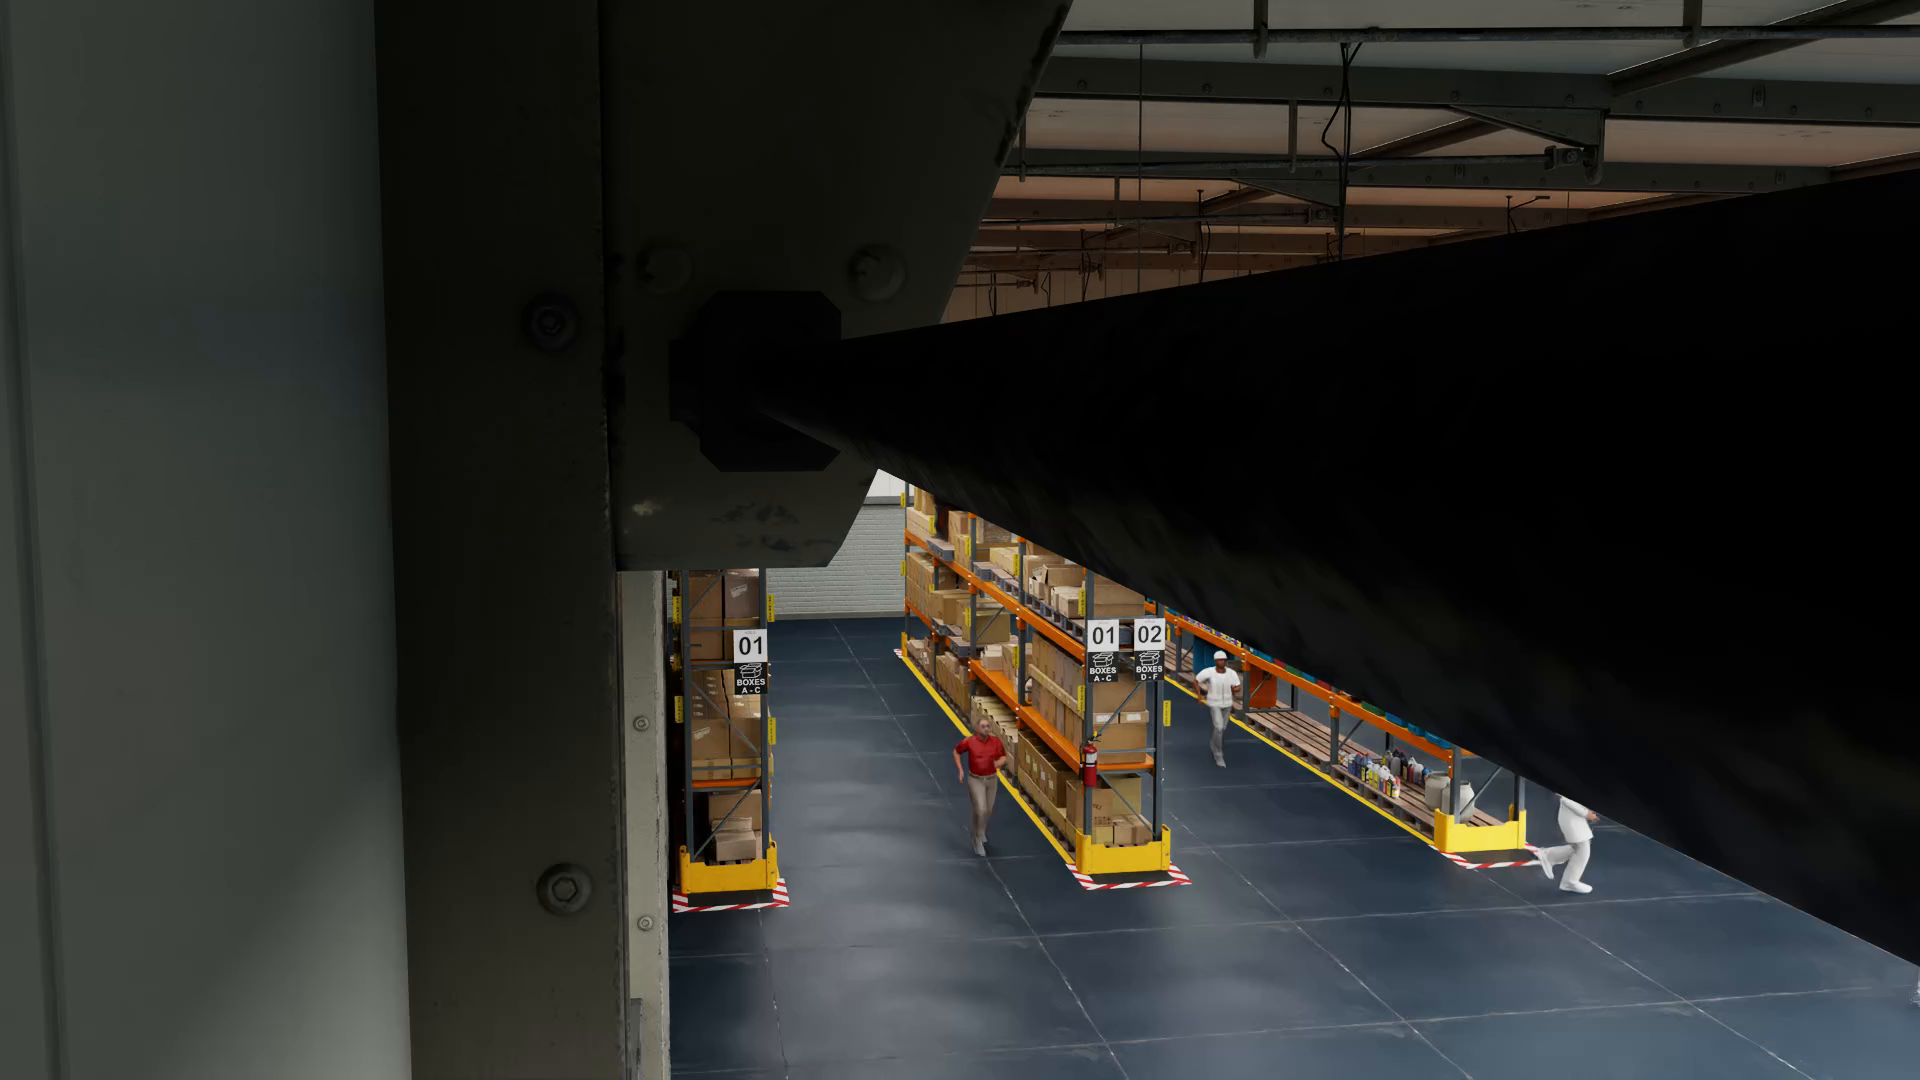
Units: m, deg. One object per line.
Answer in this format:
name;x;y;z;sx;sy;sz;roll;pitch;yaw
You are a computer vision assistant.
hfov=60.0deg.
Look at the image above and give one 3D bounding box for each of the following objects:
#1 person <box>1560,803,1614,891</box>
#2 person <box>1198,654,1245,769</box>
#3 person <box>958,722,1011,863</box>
person;7.672;3.378;20.123;0.706;1.748;0.746;3;6;24
person;4.203;2.687;26.476;0.705;1.745;0.988;-2;6;-15
person;0.343;3.231;21.660;0.670;1.746;0.867;-2;6;-20
